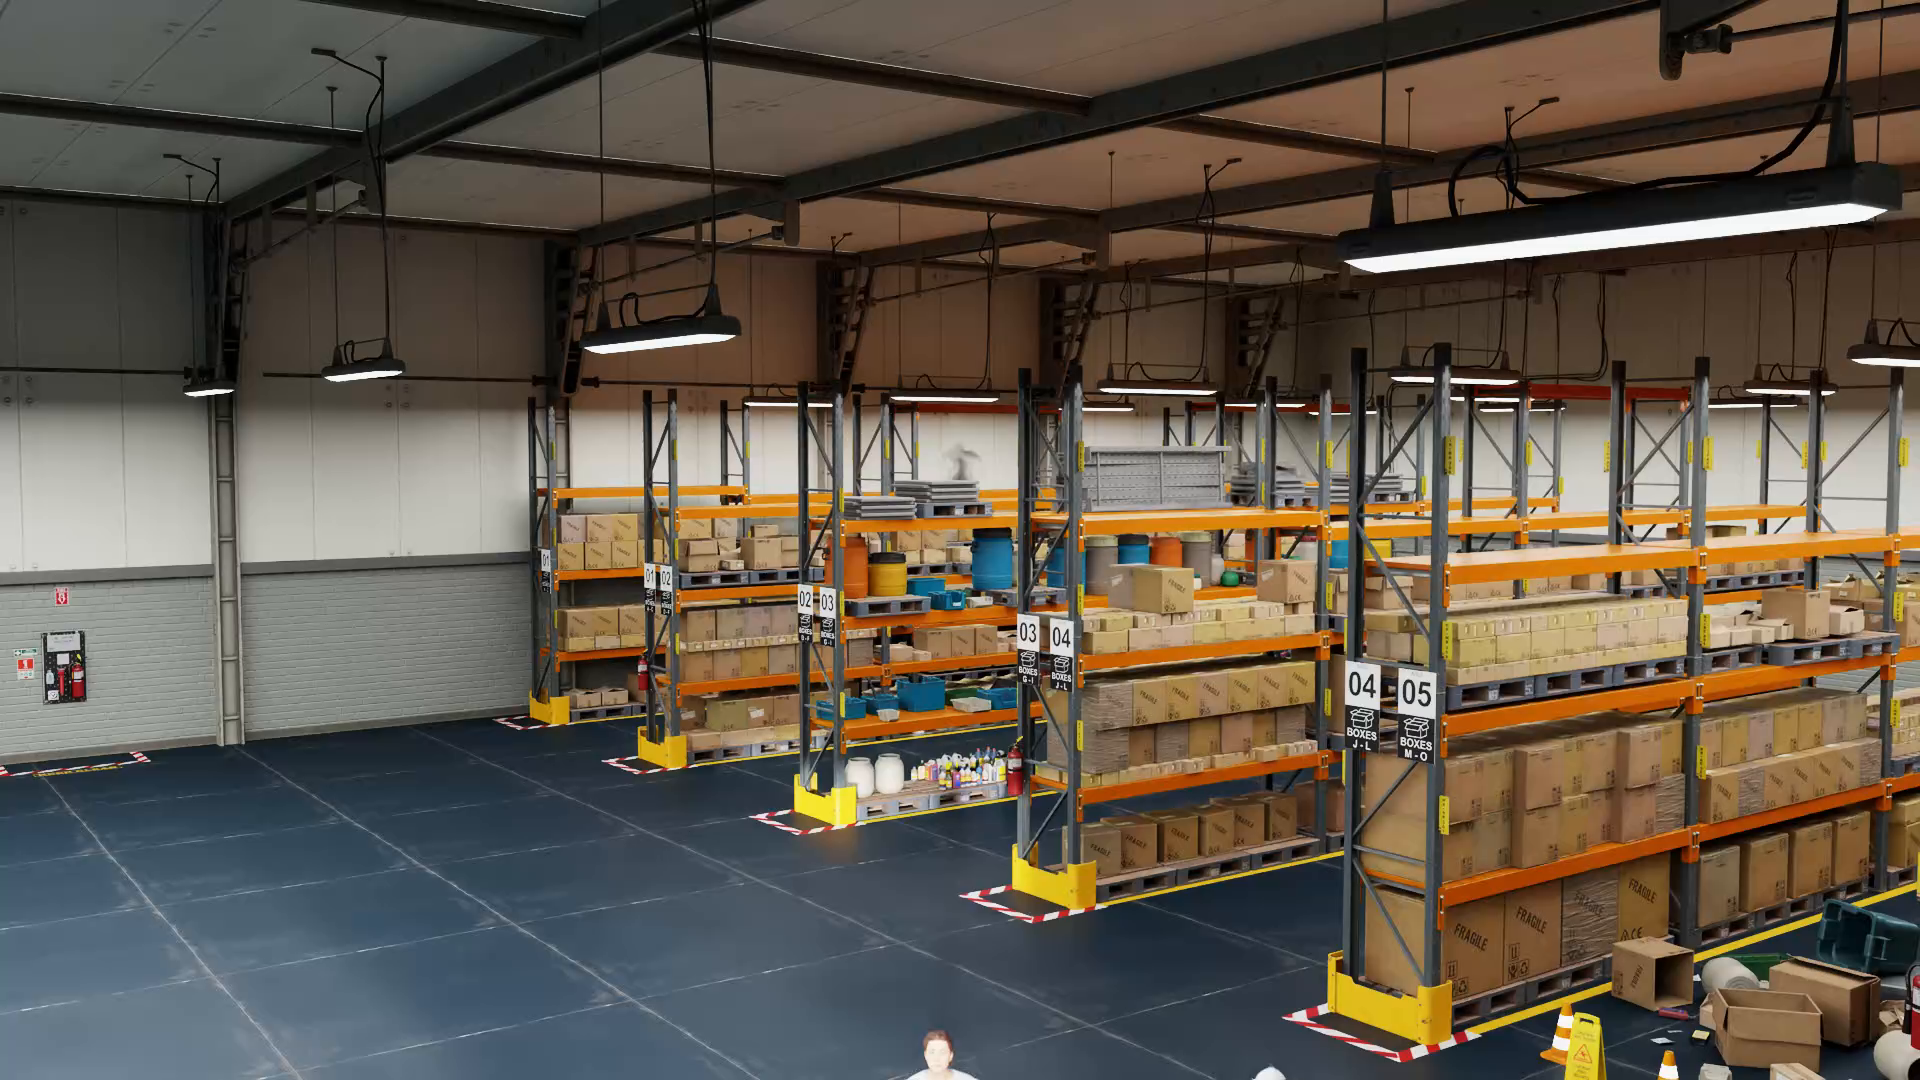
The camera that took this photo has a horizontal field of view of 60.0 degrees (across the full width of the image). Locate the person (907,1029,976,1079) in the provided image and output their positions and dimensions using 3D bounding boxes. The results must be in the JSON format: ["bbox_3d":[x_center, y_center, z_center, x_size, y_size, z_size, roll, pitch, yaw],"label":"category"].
[{"bbox_3d":[-0.114,3.760,9.969,0.558,1.631,0.555,0,3,5],"label":"person"}]

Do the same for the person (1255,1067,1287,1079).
[{"bbox_3d":[1.657,3.733,8.972,0.640,1.747,0.658,0,3,3],"label":"person"}]

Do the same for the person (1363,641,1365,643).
[{"bbox_3d":[8.255,2.332,33.872,0.700,1.703,0.620,2,4,31],"label":"person"}]
